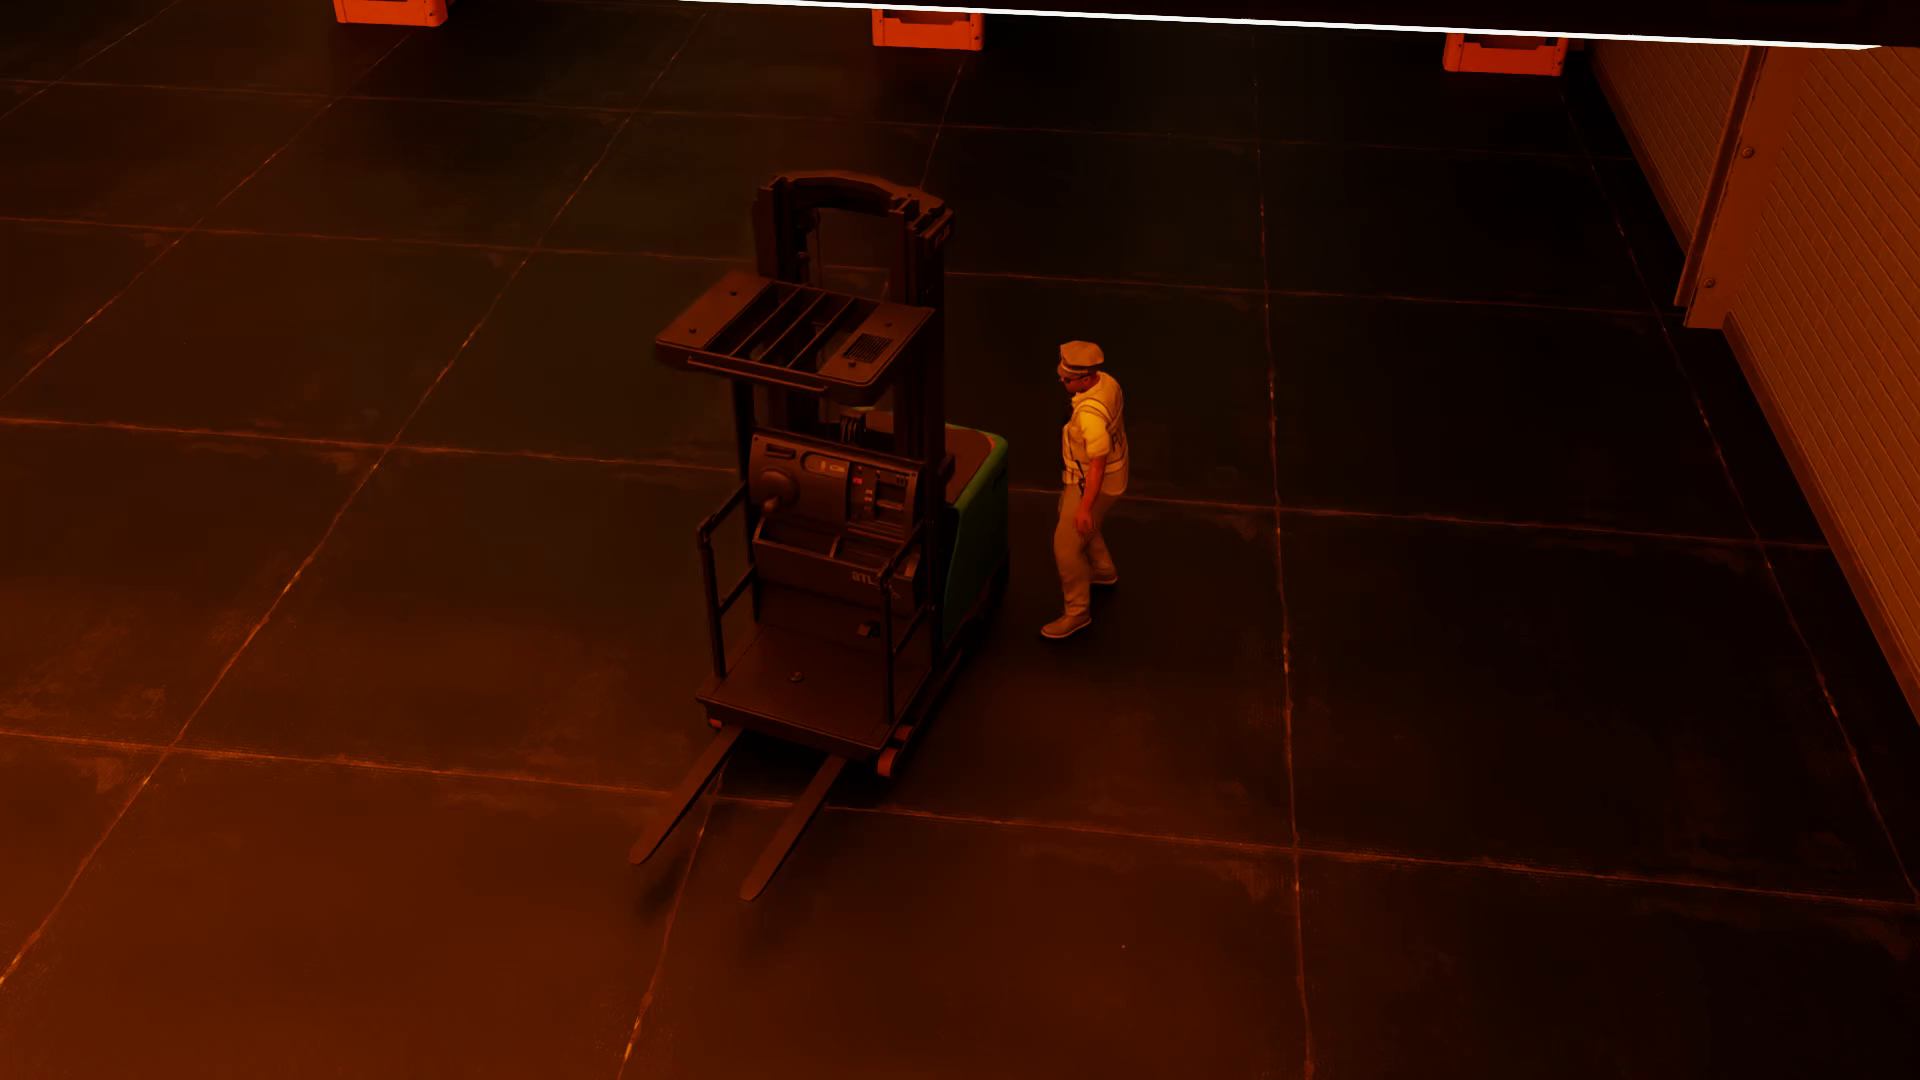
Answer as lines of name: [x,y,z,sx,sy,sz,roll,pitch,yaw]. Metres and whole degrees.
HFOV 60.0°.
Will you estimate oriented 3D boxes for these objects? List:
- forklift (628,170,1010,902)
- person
forklift: [-0.727,-0.207,8.311,1.130,2.935,3.031,14,38,18]
person: [0.742,-0.338,9.512,0.423,1.717,0.861,6,37,8]
